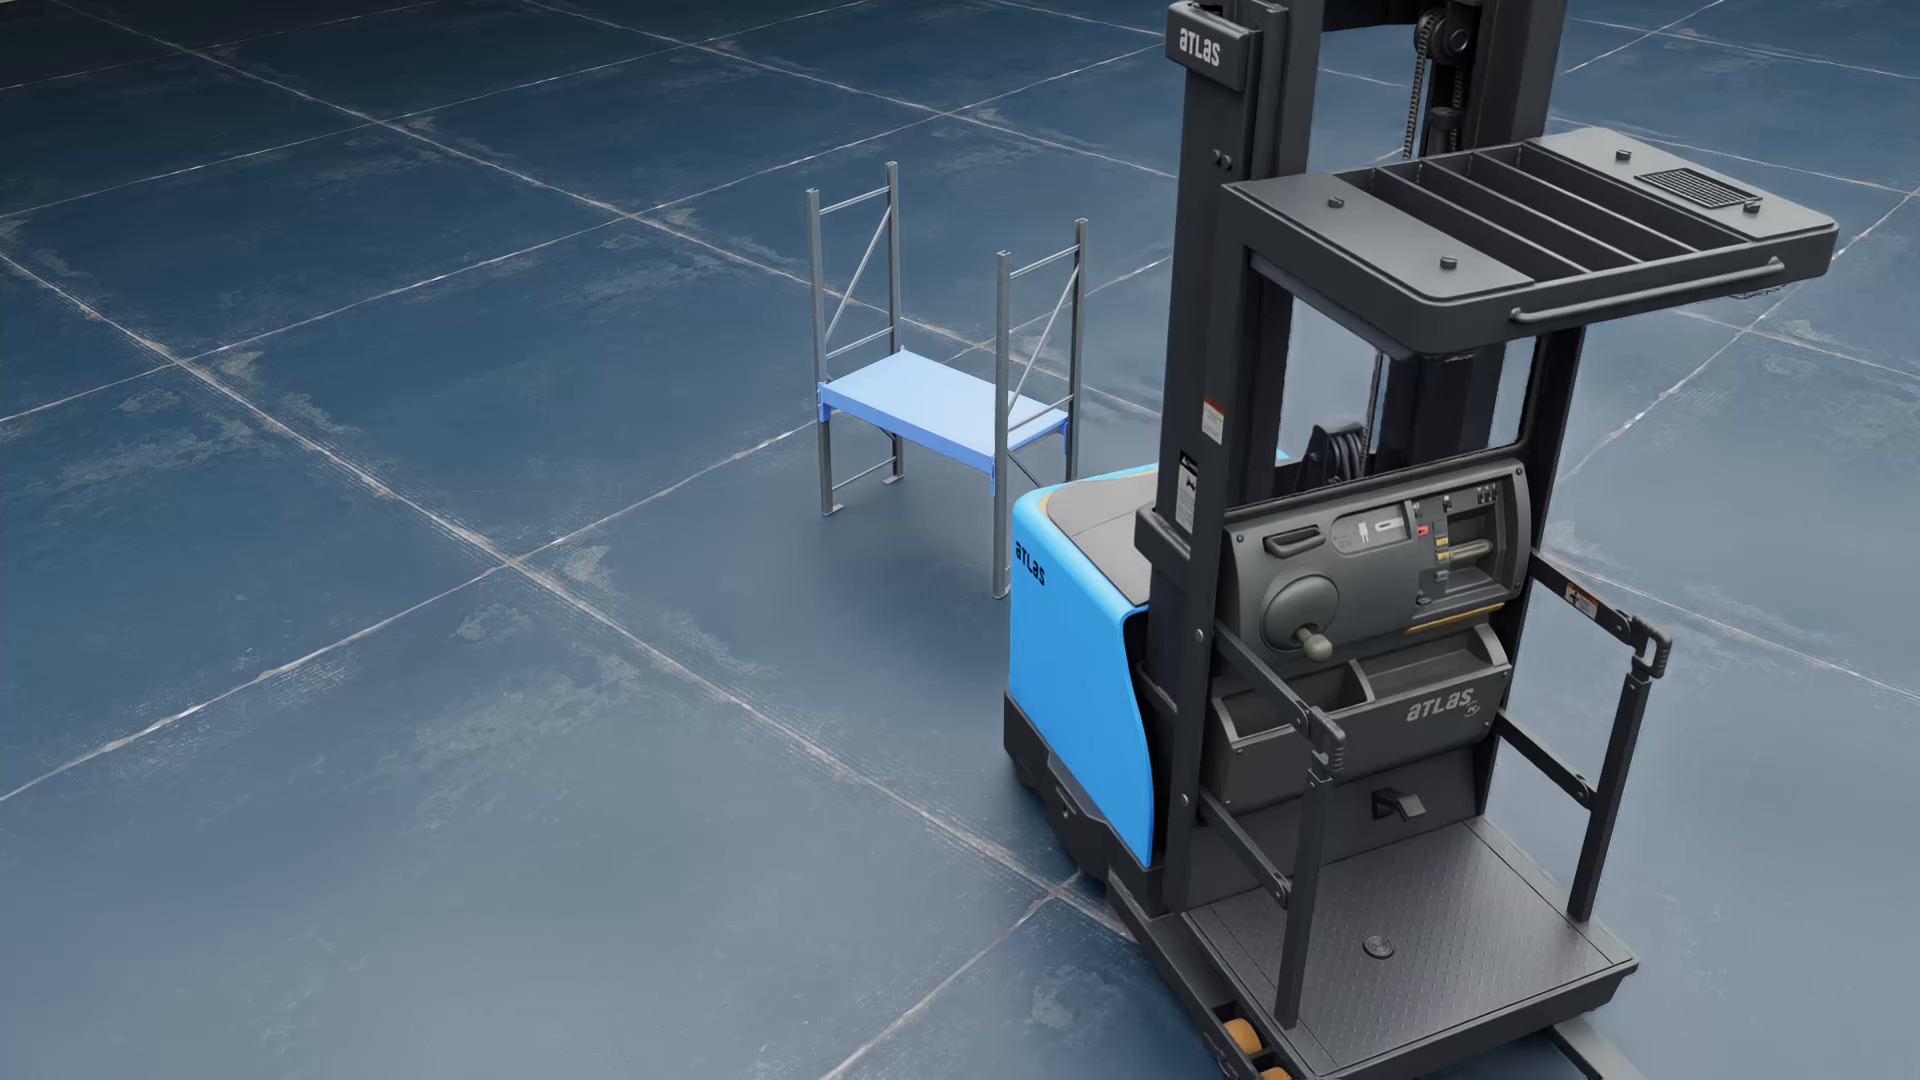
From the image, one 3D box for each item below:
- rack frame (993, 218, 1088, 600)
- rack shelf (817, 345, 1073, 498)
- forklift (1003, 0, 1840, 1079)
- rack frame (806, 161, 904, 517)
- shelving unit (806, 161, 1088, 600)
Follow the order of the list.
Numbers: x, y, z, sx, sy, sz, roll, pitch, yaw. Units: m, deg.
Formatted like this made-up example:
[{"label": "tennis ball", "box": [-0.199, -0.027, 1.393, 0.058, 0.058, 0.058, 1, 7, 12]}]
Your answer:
[{"label": "rack frame", "box": [0.314, -0.496, 6.620, 0.032, 1.500, 0.500, 25, 39, 35]}, {"label": "rack shelf", "box": [-0.063, -0.518, 7.005, 1.000, 0.185, 0.538, 25, 39, 35]}, {"label": "forklift", "box": [1.209, 0.107, 4.231, 1.130, 2.935, 3.031, -13, 33, -20]}, {"label": "rack frame", "box": [-0.440, -0.848, 7.204, 0.032, 1.500, 0.500, 25, 39, 35]}, {"label": "shelving unit", "box": [-0.063, -0.672, 6.912, 1.048, 1.500, 0.538, 25, 39, 35]}]
